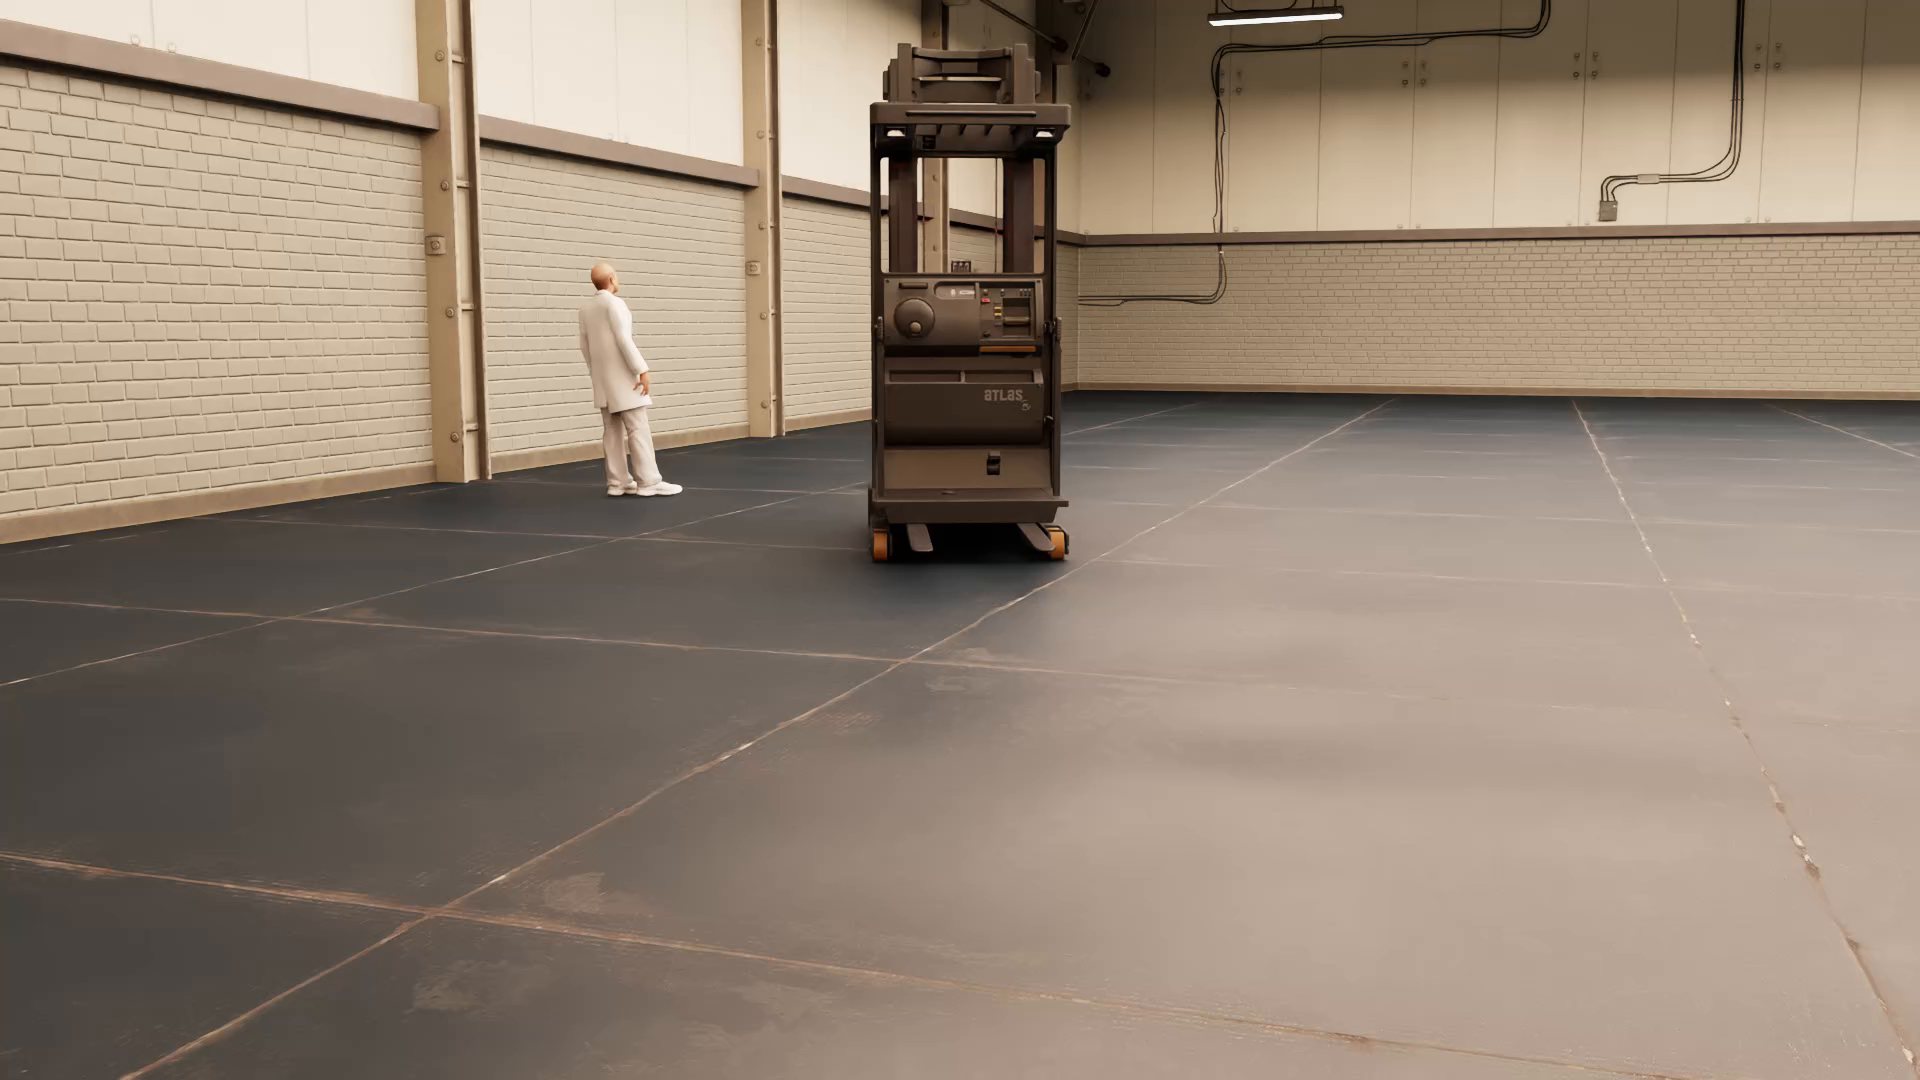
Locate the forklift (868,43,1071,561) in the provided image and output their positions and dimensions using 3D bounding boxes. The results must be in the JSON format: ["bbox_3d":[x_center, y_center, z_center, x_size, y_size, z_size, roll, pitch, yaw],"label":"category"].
[{"bbox_3d":[0.035,-1.375,9.483,1.130,2.935,3.031,0,7,-3],"label":"forklift"}]

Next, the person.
[{"bbox_3d":[-2.576,-1.239,12.859,0.695,1.775,0.583,7,10,43],"label":"person"}]
